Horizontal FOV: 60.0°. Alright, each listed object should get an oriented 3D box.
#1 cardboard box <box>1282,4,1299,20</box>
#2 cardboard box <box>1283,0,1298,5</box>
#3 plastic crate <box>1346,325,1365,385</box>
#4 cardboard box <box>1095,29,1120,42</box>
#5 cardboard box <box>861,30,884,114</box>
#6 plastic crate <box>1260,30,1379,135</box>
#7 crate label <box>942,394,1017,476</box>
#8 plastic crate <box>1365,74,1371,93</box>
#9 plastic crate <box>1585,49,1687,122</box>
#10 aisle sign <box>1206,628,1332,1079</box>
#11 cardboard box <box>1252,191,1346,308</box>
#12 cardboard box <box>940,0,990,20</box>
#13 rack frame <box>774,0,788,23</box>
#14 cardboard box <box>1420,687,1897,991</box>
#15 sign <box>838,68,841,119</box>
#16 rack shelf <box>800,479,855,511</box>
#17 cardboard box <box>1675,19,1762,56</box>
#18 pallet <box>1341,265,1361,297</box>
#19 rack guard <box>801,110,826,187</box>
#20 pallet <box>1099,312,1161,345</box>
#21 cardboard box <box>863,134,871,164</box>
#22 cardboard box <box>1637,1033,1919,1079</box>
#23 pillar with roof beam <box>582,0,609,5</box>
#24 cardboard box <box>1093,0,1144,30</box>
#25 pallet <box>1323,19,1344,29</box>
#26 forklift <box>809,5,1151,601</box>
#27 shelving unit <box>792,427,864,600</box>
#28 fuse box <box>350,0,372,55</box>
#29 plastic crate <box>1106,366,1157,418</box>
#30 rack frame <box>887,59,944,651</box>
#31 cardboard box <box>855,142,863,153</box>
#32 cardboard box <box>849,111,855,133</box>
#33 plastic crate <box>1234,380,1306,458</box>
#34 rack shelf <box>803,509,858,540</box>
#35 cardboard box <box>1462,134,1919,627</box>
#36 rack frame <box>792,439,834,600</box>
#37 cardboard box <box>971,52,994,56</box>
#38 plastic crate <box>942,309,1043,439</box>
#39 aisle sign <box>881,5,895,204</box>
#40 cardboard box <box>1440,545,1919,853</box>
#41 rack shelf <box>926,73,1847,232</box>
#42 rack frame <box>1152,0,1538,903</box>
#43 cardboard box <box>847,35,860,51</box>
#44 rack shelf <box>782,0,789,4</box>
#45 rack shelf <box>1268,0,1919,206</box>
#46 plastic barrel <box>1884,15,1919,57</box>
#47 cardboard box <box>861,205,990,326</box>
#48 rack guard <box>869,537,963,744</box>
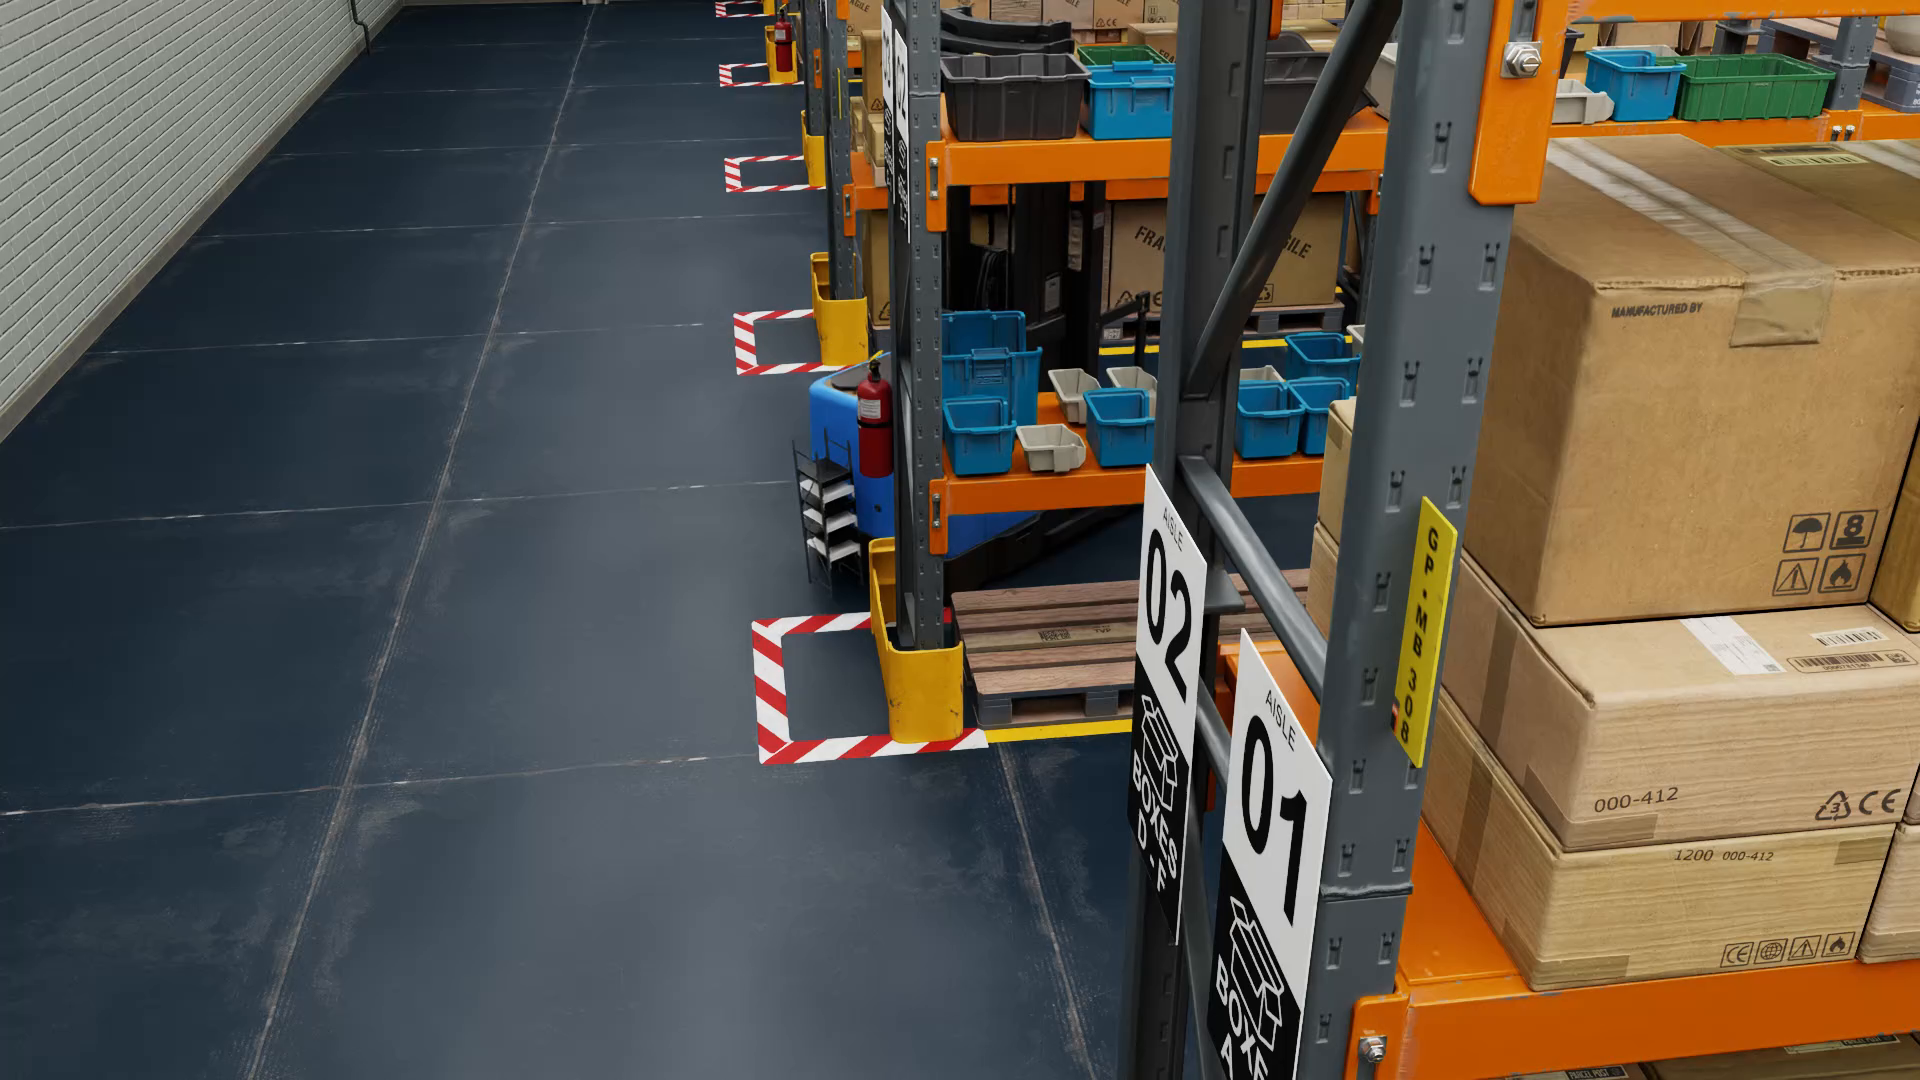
[{"bbox_3d":[3.200,-5.303,16.614,0.250,0.149,0.380,-3,27,-6],"label":"cardboard box"},{"bbox_3d":[3.183,-5.432,16.541,0.250,0.149,0.380,-4,27,-8],"label":"cardboard box"},{"bbox_3d":[2.216,-0.863,8.210,0.530,0.282,0.437,-4,27,-7],"label":"plastic crate"},{"bbox_3d":[1.444,-5.114,16.705,0.250,0.149,0.380,-4,27,-9],"label":"cardboard box"},{"bbox_3d":[-0.452,-3.436,12.178,0.500,0.500,0.500,-3,27,-6],"label":"cardboard box"},{"bbox_3d":[1.343,-1.928,7.004,0.767,0.338,0.504,-4,27,-7],"label":"plastic crate"},{"bbox_3d":[0.083,-0.467,7.493,0.303,0.233,0.416,-4,27,-7],"label":"crate label"},{"bbox_3d":[1.804,-2.109,7.578,0.530,0.136,0.437,-4,27,-7],"label":"plastic crate"},{"bbox_3d":[2.896,-1.961,7.183,0.300,0.233,0.416,-4,27,-7],"label":"plastic crate"},{"bbox_3d":[0.452,0.572,2.502,0.004,0.787,0.394,-4,27,-7],"label":"aisle sign"},{"bbox_3d":[2.399,-2.377,12.965,0.875,0.875,0.875,-4,27,-7],"label":"cardboard box"},{"bbox_3d":[0.008,-5.287,16.334,0.500,0.500,0.500,-3,27,-6],"label":"cardboard box"},{"bbox_3d":[-2.278,-7.367,20.822,0.127,3.000,1.000,-4,27,-7],"label":"rack frame"},{"bbox_3d":[1.023,0.406,2.552,0.500,0.250,0.500,-4,27,-7],"label":"cardboard box"},{"bbox_3d":[-0.826,-3.056,11.386,0.005,0.325,0.100,-4,27,-7],"label":"sign"},{"bbox_3d":[-0.720,-0.267,8.948,0.200,0.077,0.258,-24,35,-31],"label":"rack shelf"},{"bbox_3d":[5.652,-3.808,12.677,0.637,0.503,0.797,-3,27,-6],"label":"cardboard box"},{"bbox_3d":[3.817,-1.984,13.386,1.213,0.211,1.003,-4,27,-7],"label":"pallet"},{"bbox_3d":[-1.413,-4.029,17.054,0.348,0.500,1.175,-4,27,-7],"label":"rack guard"},{"bbox_3d":[1.089,-1.809,13.044,1.213,0.211,1.003,-4,27,-7],"label":"pallet"},{"bbox_3d":[-0.591,-2.947,12.483,0.250,0.149,0.380,-3,27,-6],"label":"cardboard box"},{"bbox_3d":[1.471,1.156,3.006,0.500,0.500,0.500,-3,27,-7],"label":"cardboard box"},{"bbox_3d":[-5.169,-10.570,20.493,0.400,9.000,9.100,-4,27,-7],"label":"pillar with roof beam"},{"bbox_3d":[1.518,-5.376,16.507,0.500,0.500,0.500,-4,27,-9],"label":"cardboard box"},{"bbox_3d":[3.249,-5.288,16.980,1.213,0.211,1.003,-4,27,-7],"label":"pallet"},{"bbox_3d":[0.503,-1.568,9.596,1.130,2.935,3.031,22,34,36],"label":"forklift"},{"bbox_3d":[-0.712,-0.140,9.021,0.210,0.900,0.258,-24,35,-31],"label":"shelving unit"},{"bbox_3d":[-8.007,-7.384,22.266,0.414,1.711,0.539,-4,27,-7],"label":"fuse box"},{"bbox_3d":[0.864,-0.703,8.058,0.243,0.136,0.396,-4,27,-7],"label":"plastic crate"},{"bbox_3d":[-0.208,-0.648,7.728,0.127,3.000,1.000,-4,27,-7],"label":"rack frame"},{"bbox_3d":[-0.925,-3.943,16.812,0.250,0.149,0.380,-3,27,-6],"label":"cardboard box"},{"bbox_3d":[-1.006,-4.349,17.278,0.250,0.149,0.380,-4,27,-8],"label":"cardboard box"},{"bbox_3d":[1.386,-0.551,7.656,0.300,0.233,0.416,-4,27,-7],"label":"plastic crate"},{"bbox_3d":[-0.710,-0.111,9.038,0.200,0.077,0.258,-24,35,-31],"label":"rack shelf"},{"bbox_3d":[0.985,-0.273,2.505,0.500,0.500,0.700,-4,27,-7],"label":"cardboard box"},{"bbox_3d":[-0.792,-0.104,8.969,0.006,0.900,0.240,-24,35,-31],"label":"rack frame"},{"bbox_3d":[0.110,-3.227,11.770,0.500,0.500,0.500,-4,27,-8],"label":"cardboard box"},{"bbox_3d":[0.098,-0.796,7.912,0.499,0.435,0.616,-4,27,-7],"label":"plastic crate"},{"bbox_3d":[-0.320,-1.933,7.383,0.004,0.787,0.394,-4,27,-7],"label":"aisle sign"},{"bbox_3d":[1.024,0.186,2.433,0.500,0.250,0.500,-4,27,-7],"label":"cardboard box"},{"bbox_3d":[1.773,-1.790,7.455,4.000,0.370,1.077,-4,27,-7],"label":"rack shelf"},{"bbox_3d":[0.479,-1.078,1.994,0.127,3.000,1.000,-4,27,-7],"label":"rack frame"},{"bbox_3d":[-1.122,-4.897,16.283,0.250,0.149,0.380,-4,27,-8],"label":"cardboard box"},{"bbox_3d":[-0.298,-7.174,21.235,4.000,0.370,1.077,-4,27,-7],"label":"rack shelf"},{"bbox_3d":[2.459,-0.884,2.406,4.000,0.370,1.077,-4,27,-7],"label":"rack shelf"},{"bbox_3d":[4.309,-2.405,7.256,0.433,0.535,0.433,0,27,0],"label":"plastic barrel"},{"bbox_3d":[-0.275,-2.206,12.630,0.875,0.875,0.875,-4,27,-7],"label":"cardboard box"},{"bbox_3d":[-0.230,0.471,8.284,0.348,0.500,1.175,-4,27,-7],"label":"rack guard"}]
